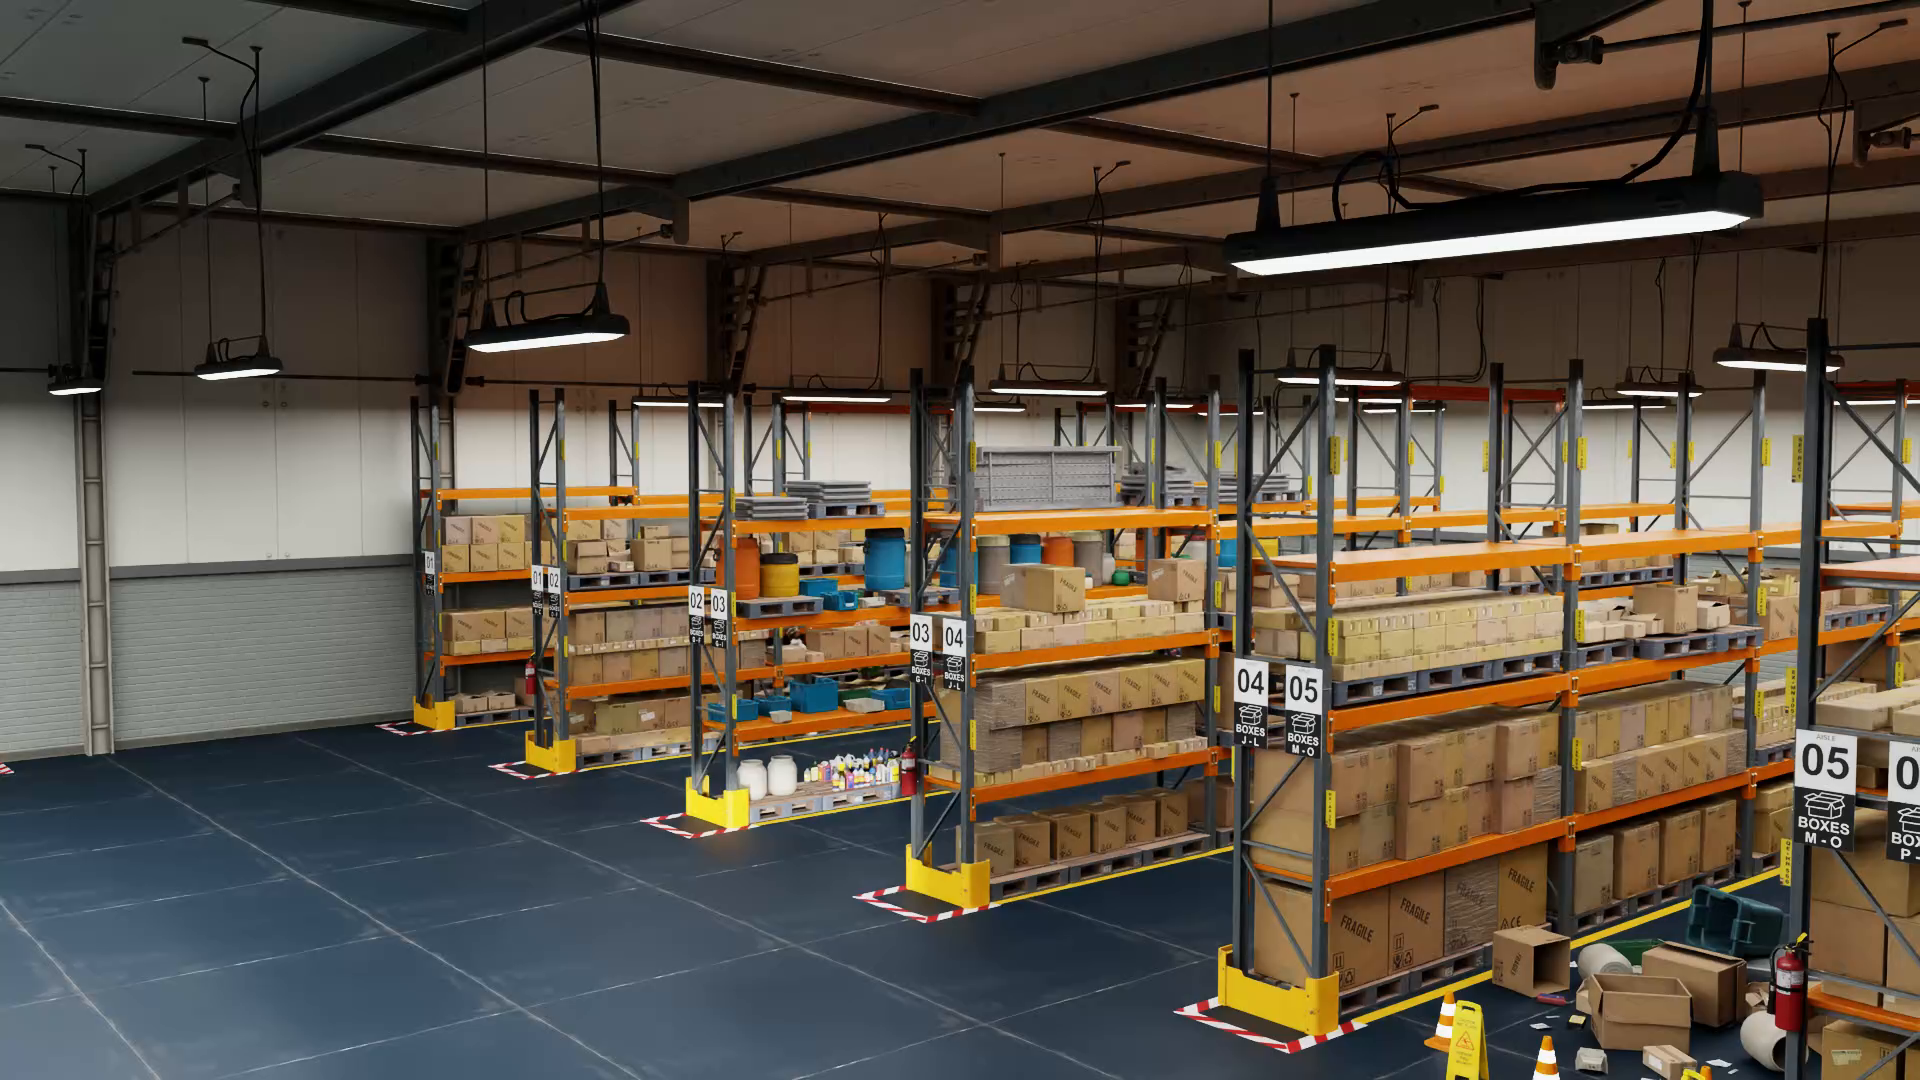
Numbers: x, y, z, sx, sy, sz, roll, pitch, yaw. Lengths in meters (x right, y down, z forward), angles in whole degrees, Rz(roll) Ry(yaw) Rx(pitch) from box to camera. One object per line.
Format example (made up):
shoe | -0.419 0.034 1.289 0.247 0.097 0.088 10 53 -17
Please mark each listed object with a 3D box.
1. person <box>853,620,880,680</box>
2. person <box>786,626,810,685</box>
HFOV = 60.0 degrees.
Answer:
person | -1.905 2.310 34.204 0.704 1.828 0.638 1 3 15
person | -3.088 2.452 31.548 0.500 1.679 0.461 0 3 -6
